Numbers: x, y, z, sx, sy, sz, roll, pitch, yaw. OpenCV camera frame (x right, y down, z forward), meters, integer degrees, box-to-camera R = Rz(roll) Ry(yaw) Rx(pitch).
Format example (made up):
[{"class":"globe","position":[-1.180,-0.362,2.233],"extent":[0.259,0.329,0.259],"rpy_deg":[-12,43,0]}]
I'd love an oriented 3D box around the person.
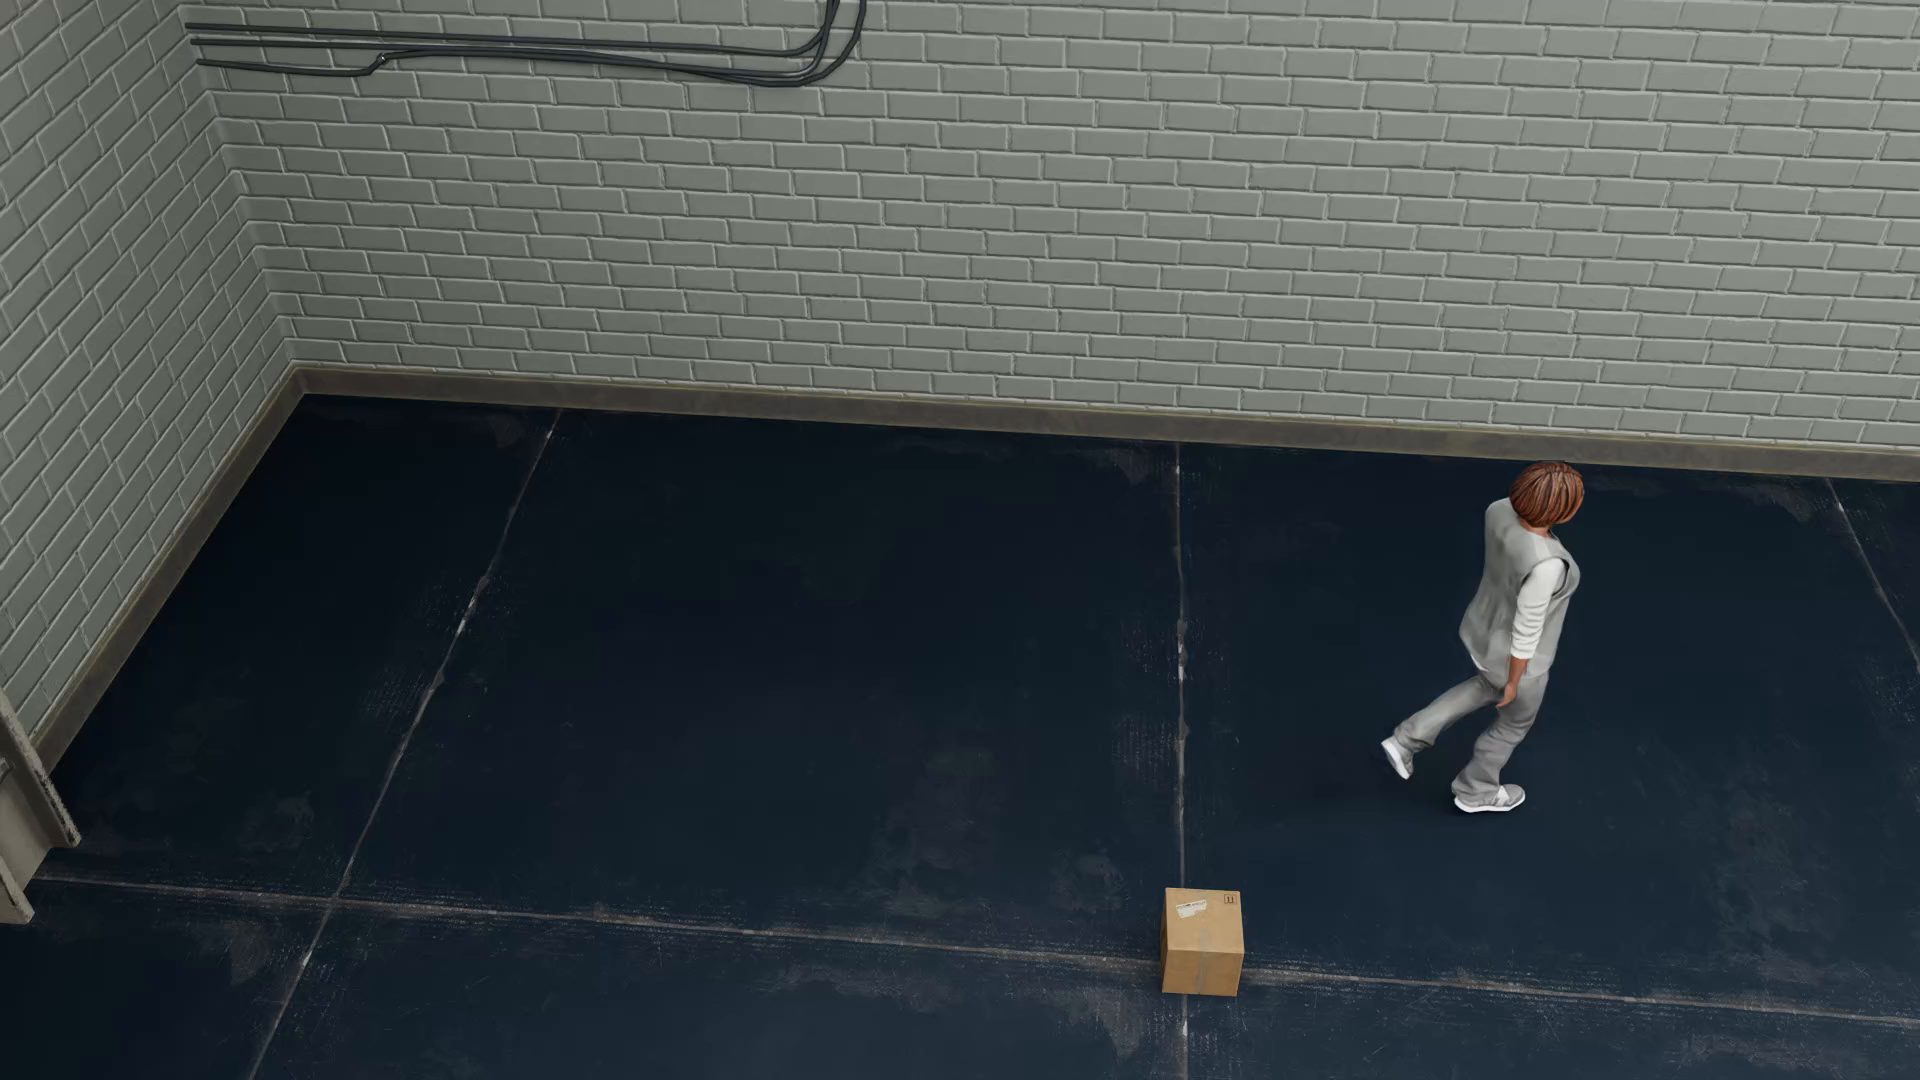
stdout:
[{"class":"person","position":[1.823,0.368,5.701],"extent":[0.557,1.590,0.422],"rpy_deg":[-8,41,-9]}]
